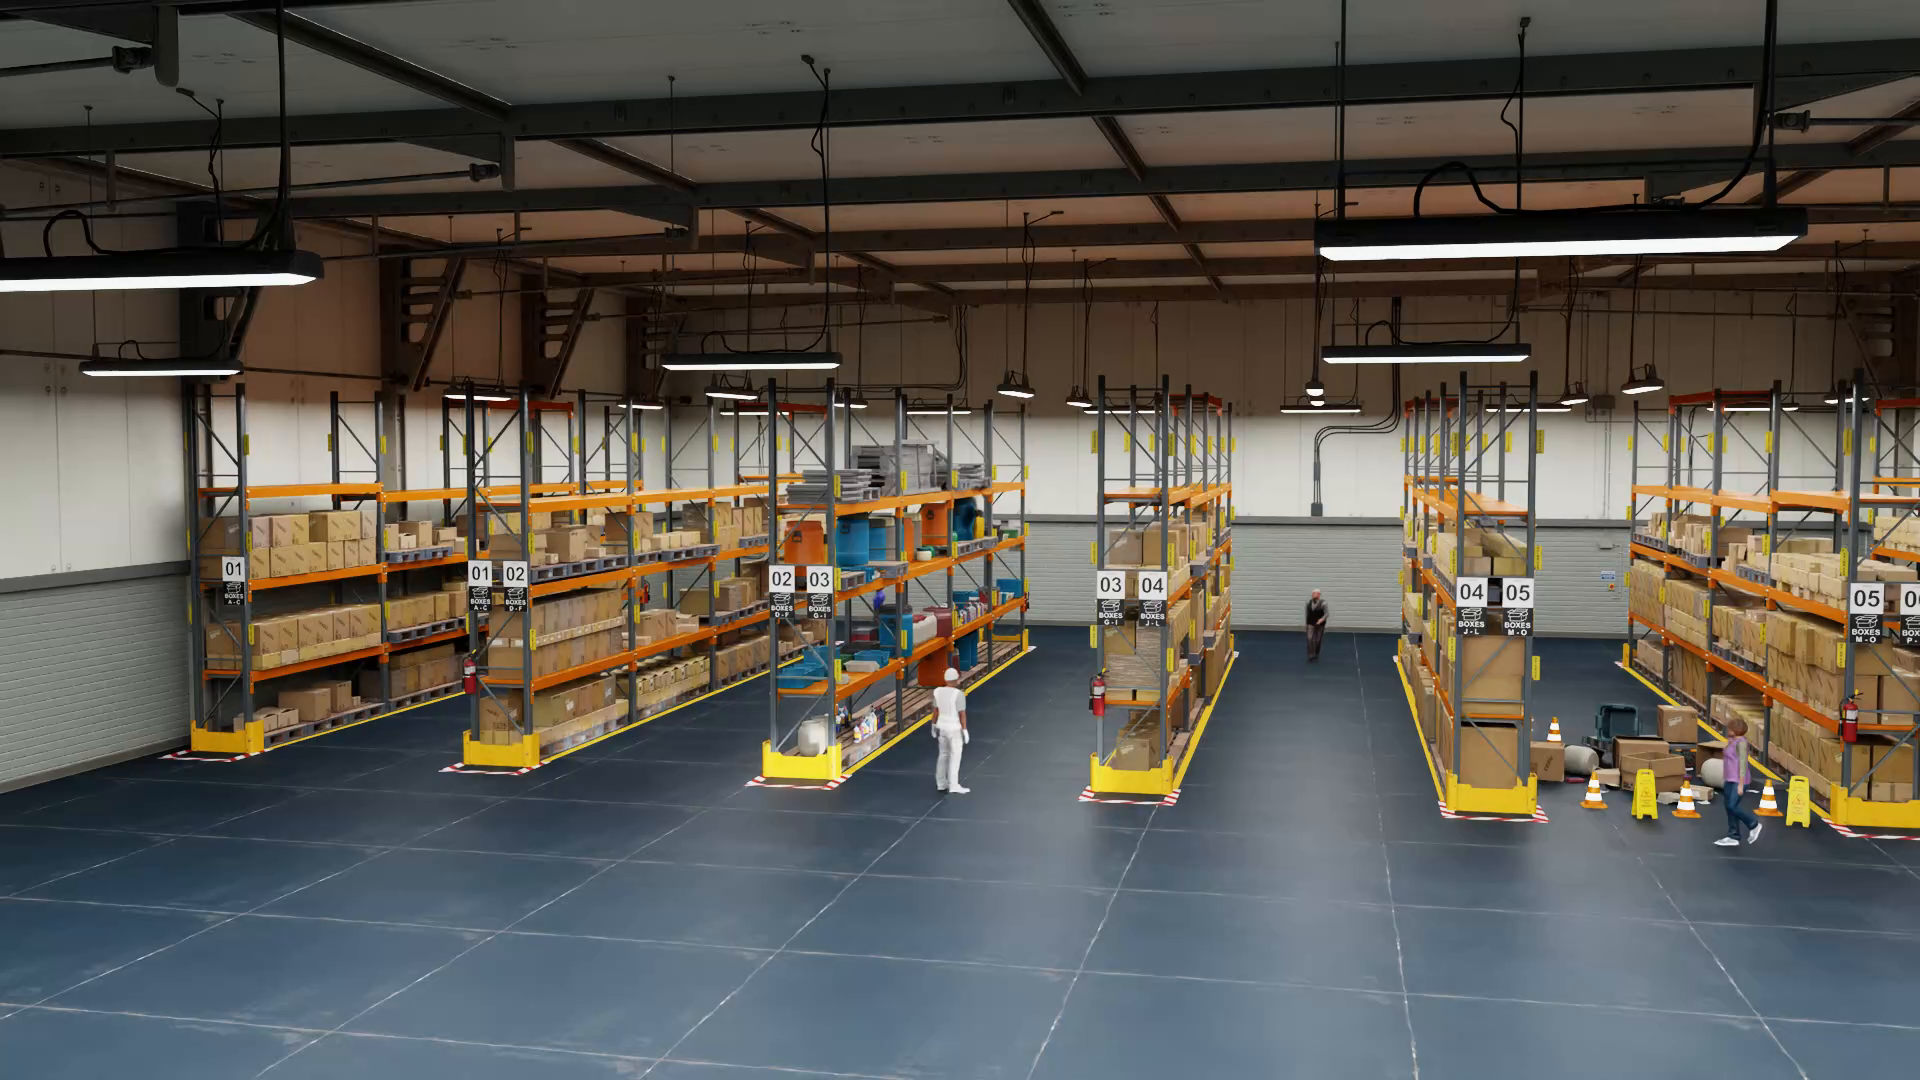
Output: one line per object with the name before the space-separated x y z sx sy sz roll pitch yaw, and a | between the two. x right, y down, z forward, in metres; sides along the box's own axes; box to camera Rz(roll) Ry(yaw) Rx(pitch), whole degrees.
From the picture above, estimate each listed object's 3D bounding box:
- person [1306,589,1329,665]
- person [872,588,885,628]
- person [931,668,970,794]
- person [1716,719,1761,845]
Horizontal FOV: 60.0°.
person | 8.231 1.980 38.321 0.519 1.702 0.992 1 3 12
person | -2.031 1.862 40.602 0.371 1.688 0.555 -1 3 -18
person | -0.143 2.738 24.045 0.374 1.794 0.653 -3 4 -39
person | 9.667 3.008 20.614 0.484 1.598 0.428 0 3 -4
